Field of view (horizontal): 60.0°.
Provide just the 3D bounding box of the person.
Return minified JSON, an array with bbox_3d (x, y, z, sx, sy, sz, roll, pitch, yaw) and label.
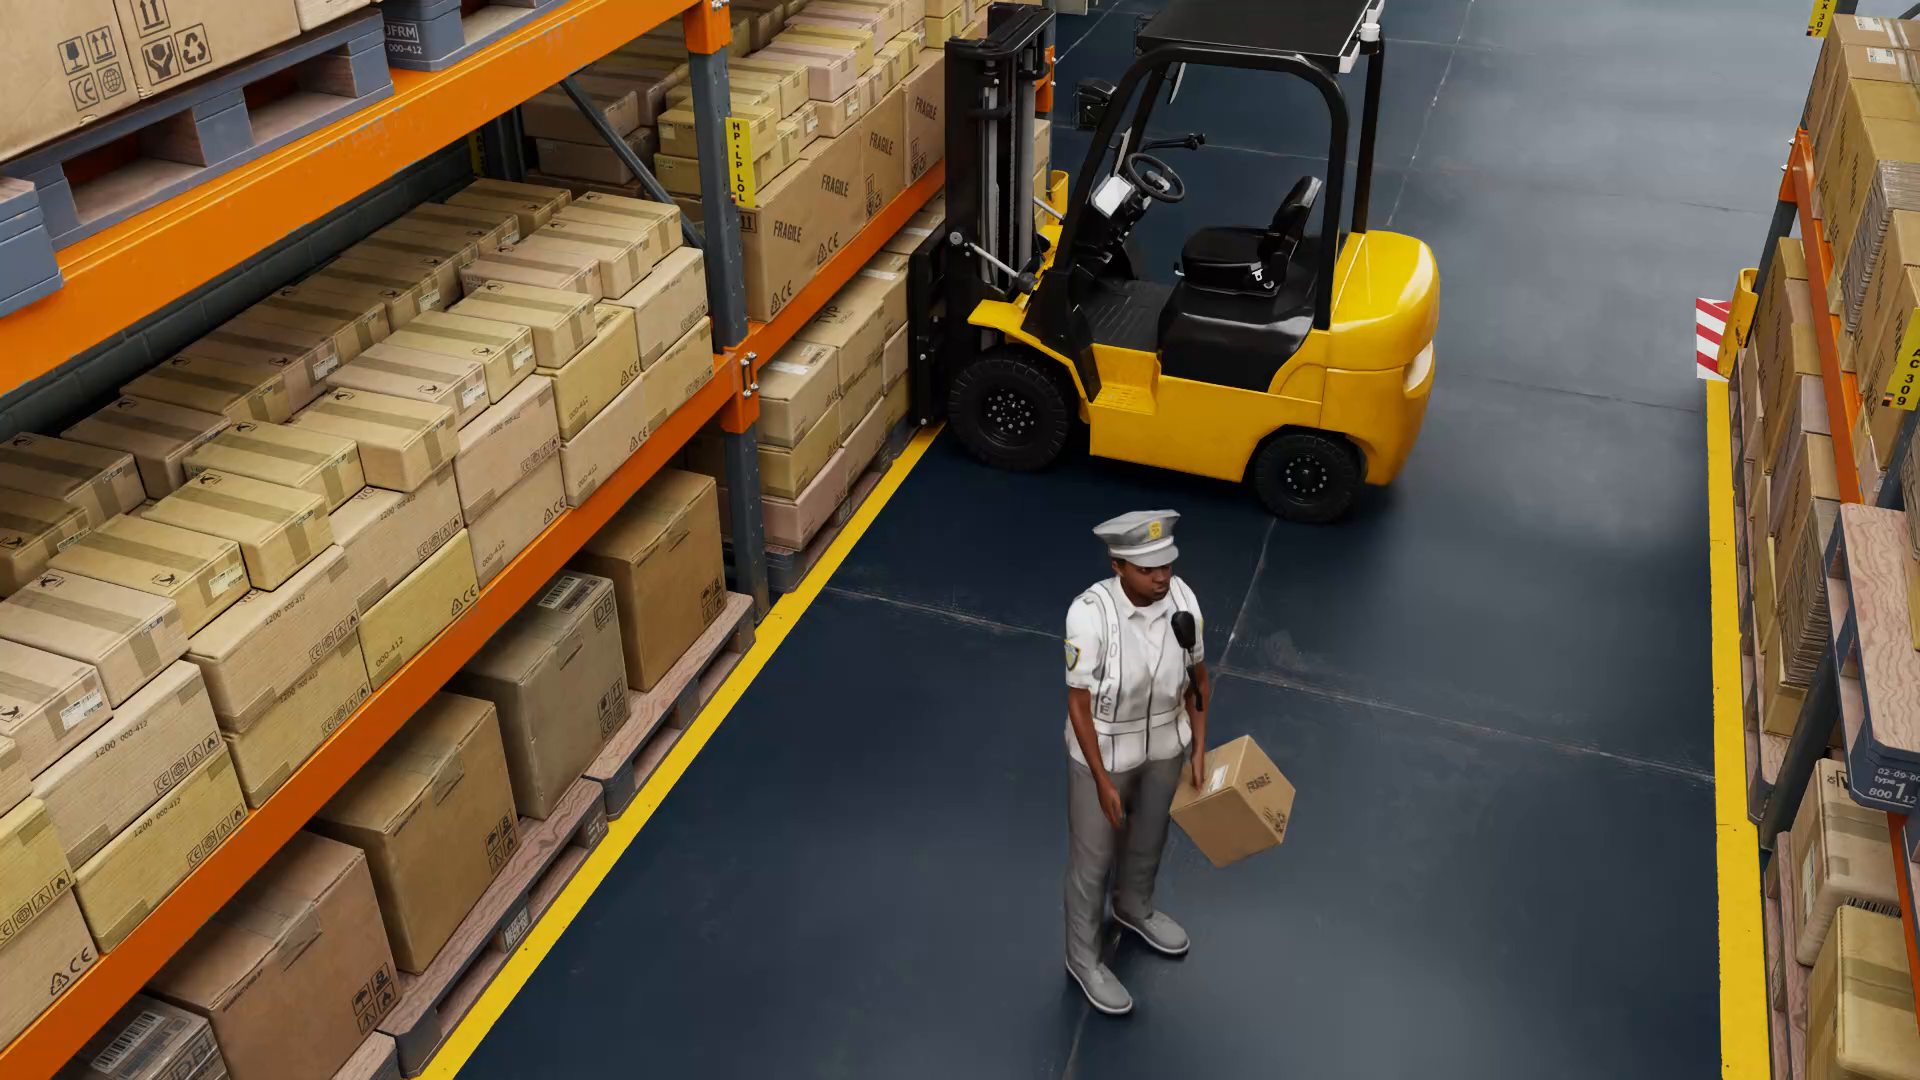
[{"bbox_3d":[0.550,0.670,5.068,0.461,1.703,0.486,-13,36,-19],"label":"person"}]
